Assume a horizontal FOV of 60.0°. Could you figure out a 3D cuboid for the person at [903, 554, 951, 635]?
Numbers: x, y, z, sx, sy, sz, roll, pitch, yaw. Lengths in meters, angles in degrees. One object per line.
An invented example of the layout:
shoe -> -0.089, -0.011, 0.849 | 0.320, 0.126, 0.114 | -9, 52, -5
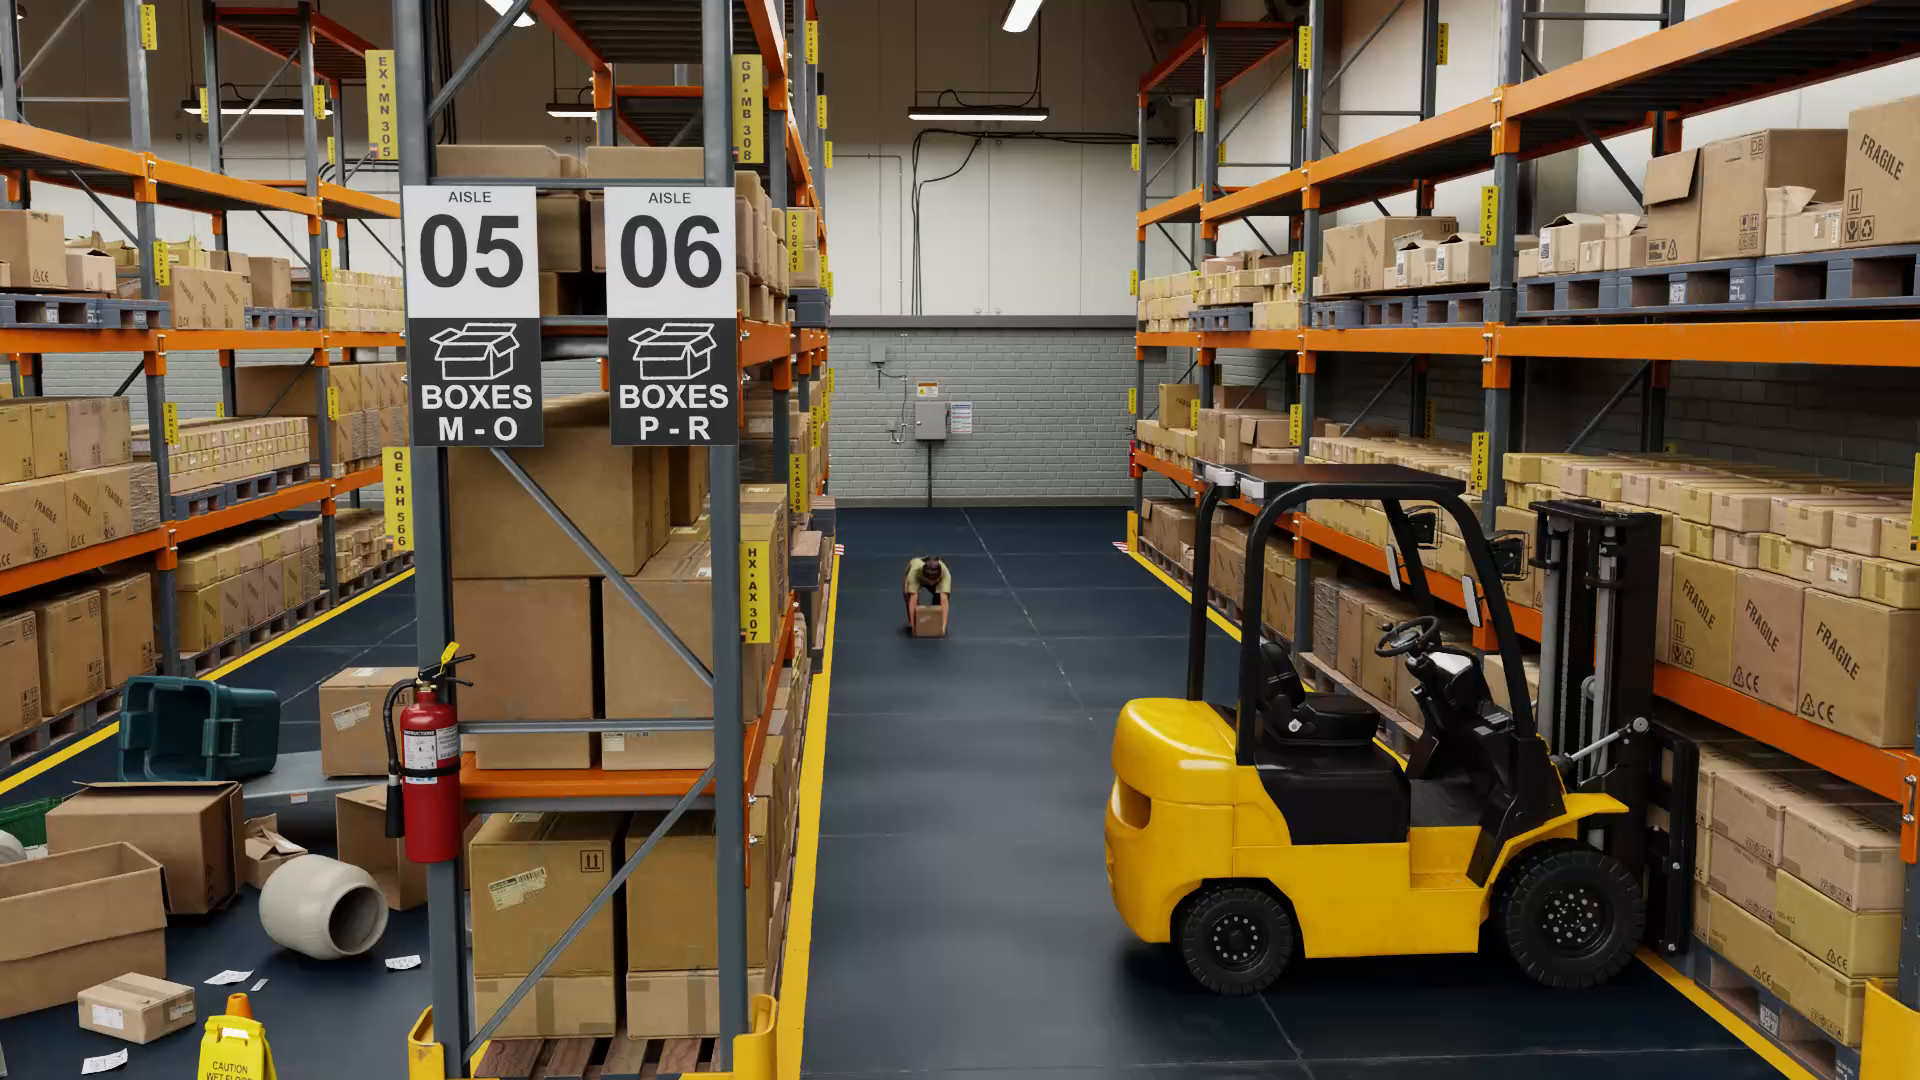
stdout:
person -> -0.320, 0.511, 15.750 | 0.449, 0.719, 0.855 | -1, 7, -5
